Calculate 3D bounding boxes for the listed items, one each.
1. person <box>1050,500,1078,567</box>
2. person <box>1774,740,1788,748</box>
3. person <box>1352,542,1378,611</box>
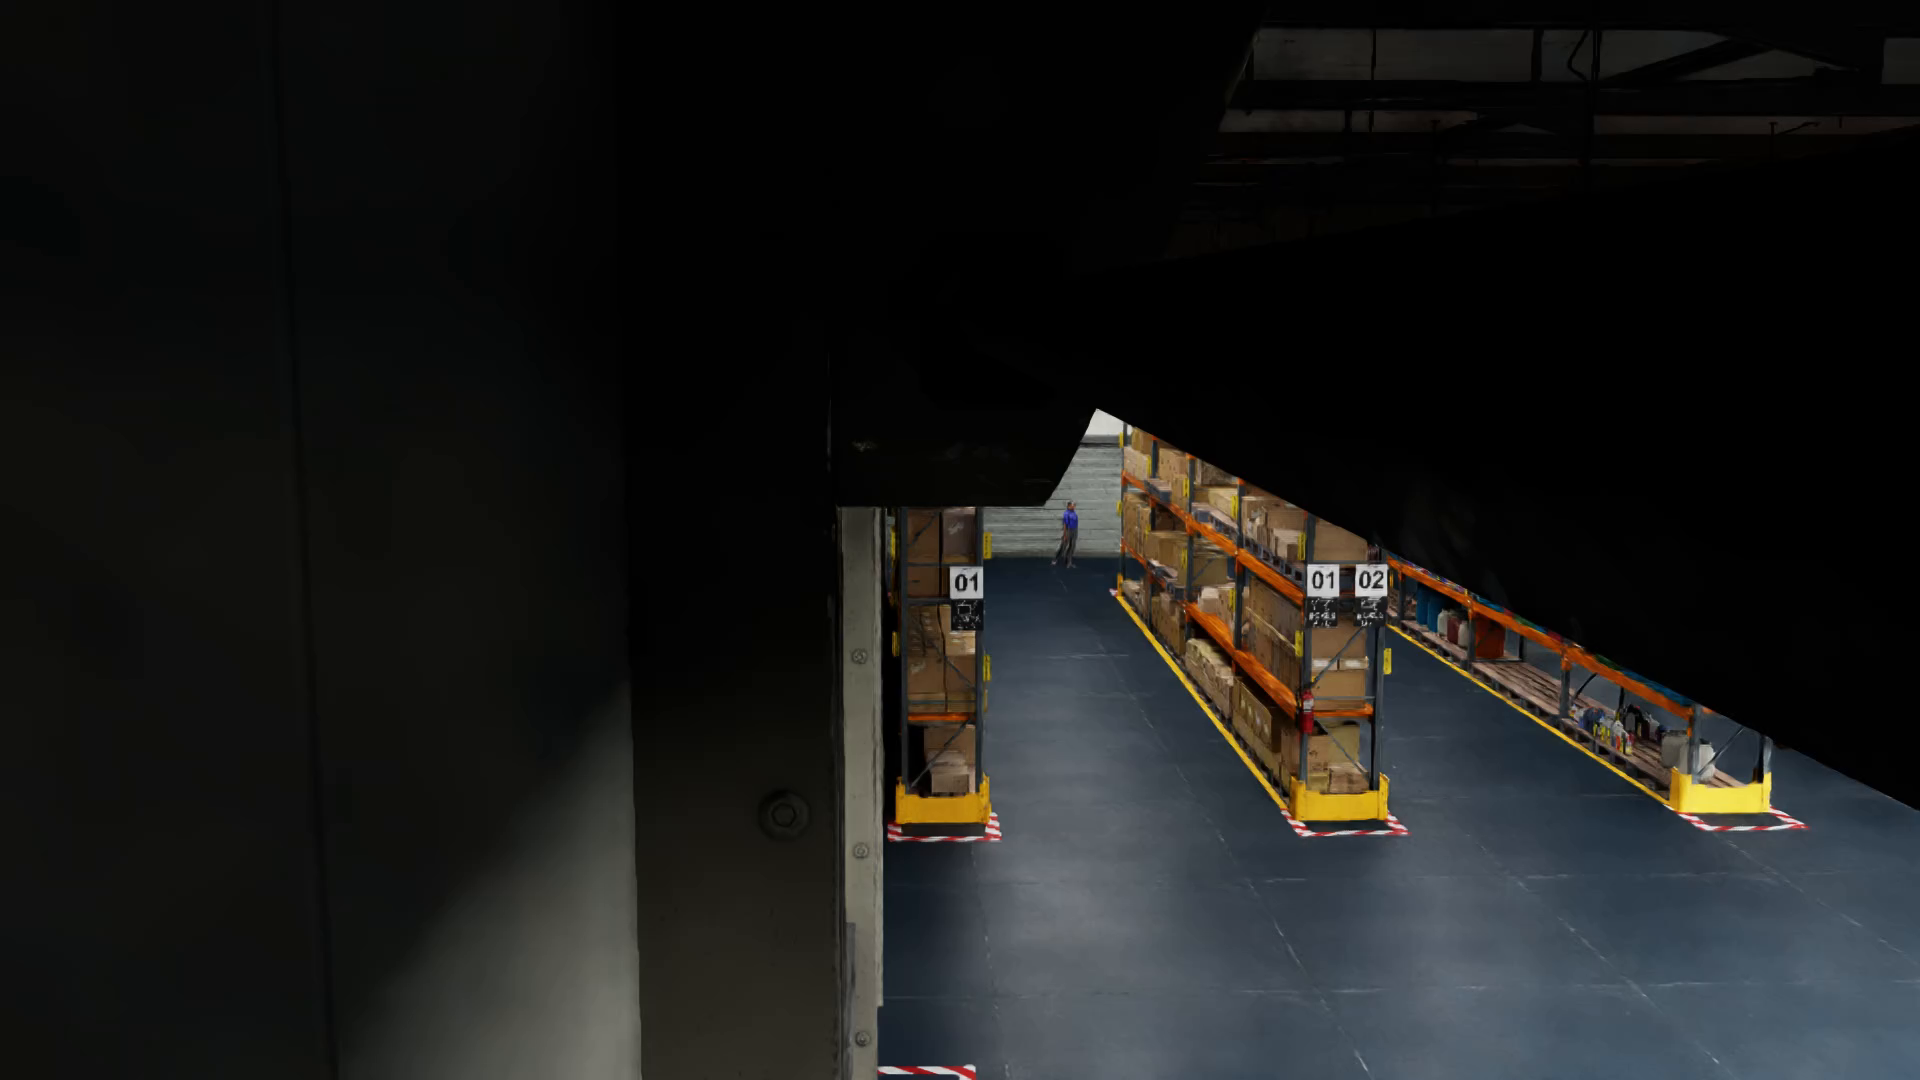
[{"bbox_3d":[2.537,-0.162,40.448,0.657,1.652,0.492,-8,11,-44],"label":"person"},{"bbox_3d":[11.854,2.262,23.370,0.479,1.550,1.090,0,8,0],"label":"person"},{"bbox_3d":[8.263,0.726,33.790,0.624,1.739,1.012,4,9,24],"label":"person"}]
